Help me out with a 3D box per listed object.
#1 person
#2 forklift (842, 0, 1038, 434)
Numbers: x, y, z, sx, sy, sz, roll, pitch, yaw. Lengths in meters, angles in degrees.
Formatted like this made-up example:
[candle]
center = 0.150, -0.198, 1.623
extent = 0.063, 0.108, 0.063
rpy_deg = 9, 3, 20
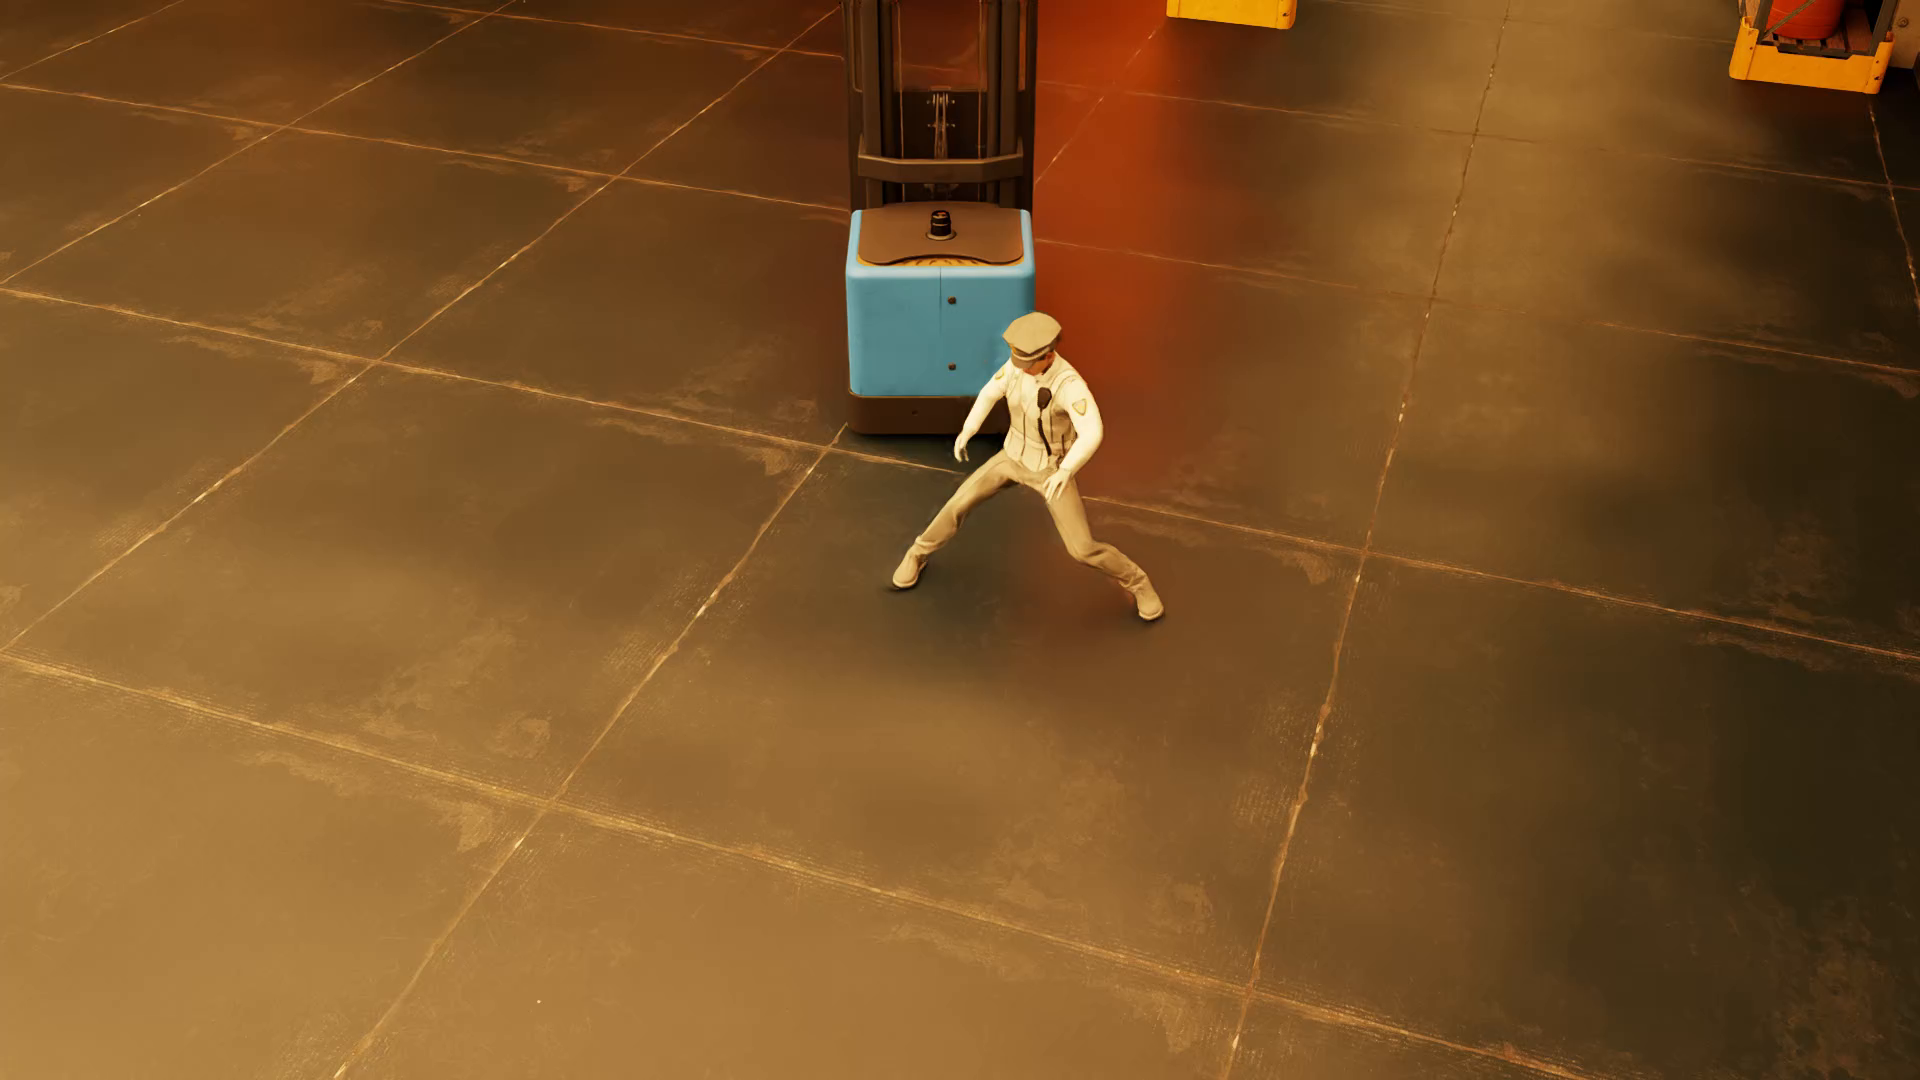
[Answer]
[person]
center = 0.329, -0.332, 7.838
extent = 0.893, 1.484, 1.194
rpy_deg = -29, 44, -34
[forklift]
center = -0.112, -2.610, 9.792
extent = 1.130, 2.935, 3.031
rpy_deg = 0, 35, 0
